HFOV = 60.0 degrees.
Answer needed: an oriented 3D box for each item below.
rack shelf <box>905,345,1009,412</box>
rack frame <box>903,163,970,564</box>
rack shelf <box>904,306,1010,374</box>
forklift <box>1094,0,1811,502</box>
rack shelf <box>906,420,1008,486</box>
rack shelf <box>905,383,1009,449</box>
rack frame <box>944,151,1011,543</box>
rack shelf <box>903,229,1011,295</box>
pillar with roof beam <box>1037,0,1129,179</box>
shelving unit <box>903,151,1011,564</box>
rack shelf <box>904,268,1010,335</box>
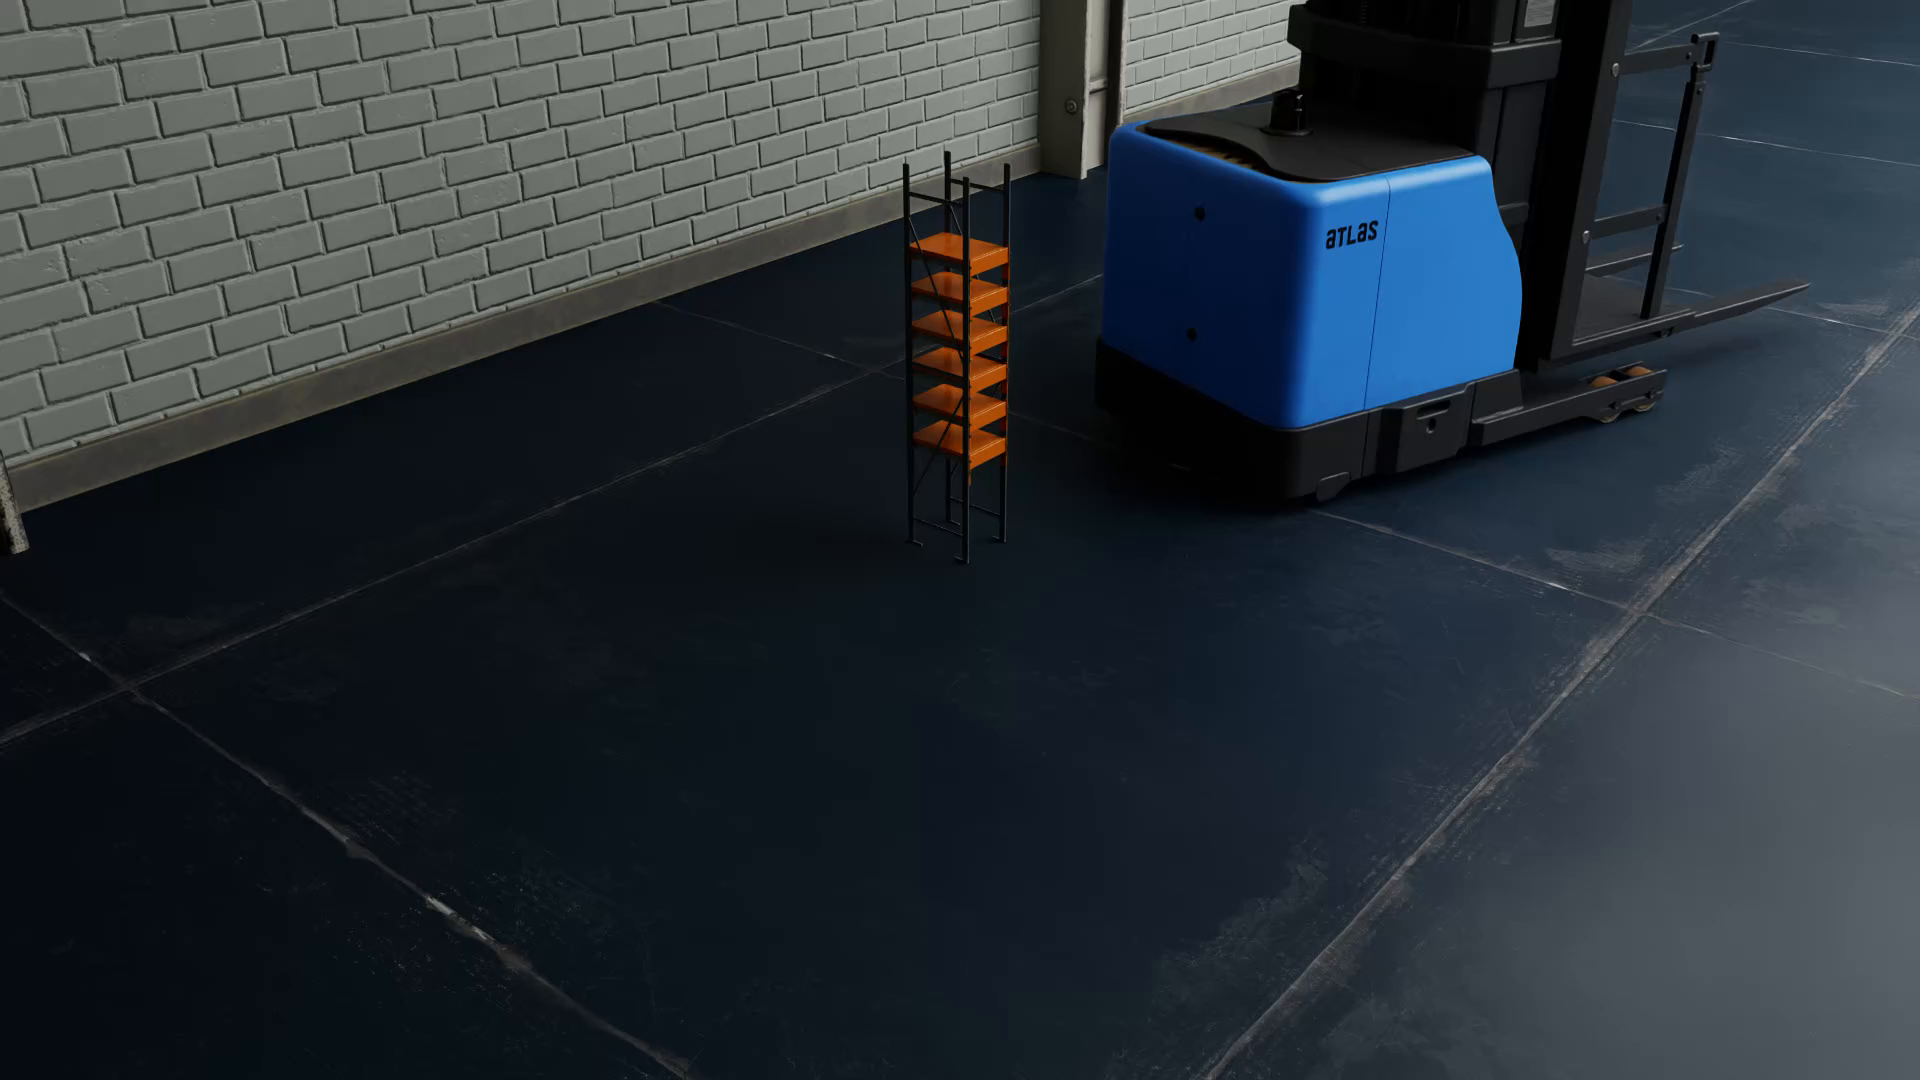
[{"bbox_3d":[-0.009,-0.488,4.985,0.258,0.103,0.180,21,34,34],"label":"rack shelf"},{"bbox_3d":[-0.067,-0.495,4.902,0.240,1.200,0.006,21,34,34],"label":"rack frame"},{"bbox_3d":[-0.009,-0.595,4.930,0.258,0.103,0.180,21,34,34],"label":"rack shelf"},{"bbox_3d":[2.015,-1.920,5.771,3.031,2.935,1.130,-16,31,-28],"label":"forklift"},{"bbox_3d":[-0.009,-0.275,5.095,0.258,0.103,0.180,21,34,34],"label":"rack shelf"},{"bbox_3d":[-0.009,-0.382,5.040,0.258,0.103,0.180,21,34,34],"label":"rack shelf"},{"bbox_3d":[0.049,-0.560,5.027,0.240,1.200,0.006,21,34,34],"label":"rack frame"},{"bbox_3d":[-0.009,-0.808,4.819,0.258,0.103,0.180,21,34,34],"label":"rack shelf"},{"bbox_3d":[3.986,-4.815,4.764,9.100,9.000,0.400,21,34,34],"label":"pillar with roof beam"},{"bbox_3d":[-0.009,-0.528,4.964,0.258,1.200,0.189,21,34,34],"label":"shelving unit"},{"bbox_3d":[-0.009,-0.701,4.875,0.258,0.103,0.180,21,34,34],"label":"rack shelf"}]
